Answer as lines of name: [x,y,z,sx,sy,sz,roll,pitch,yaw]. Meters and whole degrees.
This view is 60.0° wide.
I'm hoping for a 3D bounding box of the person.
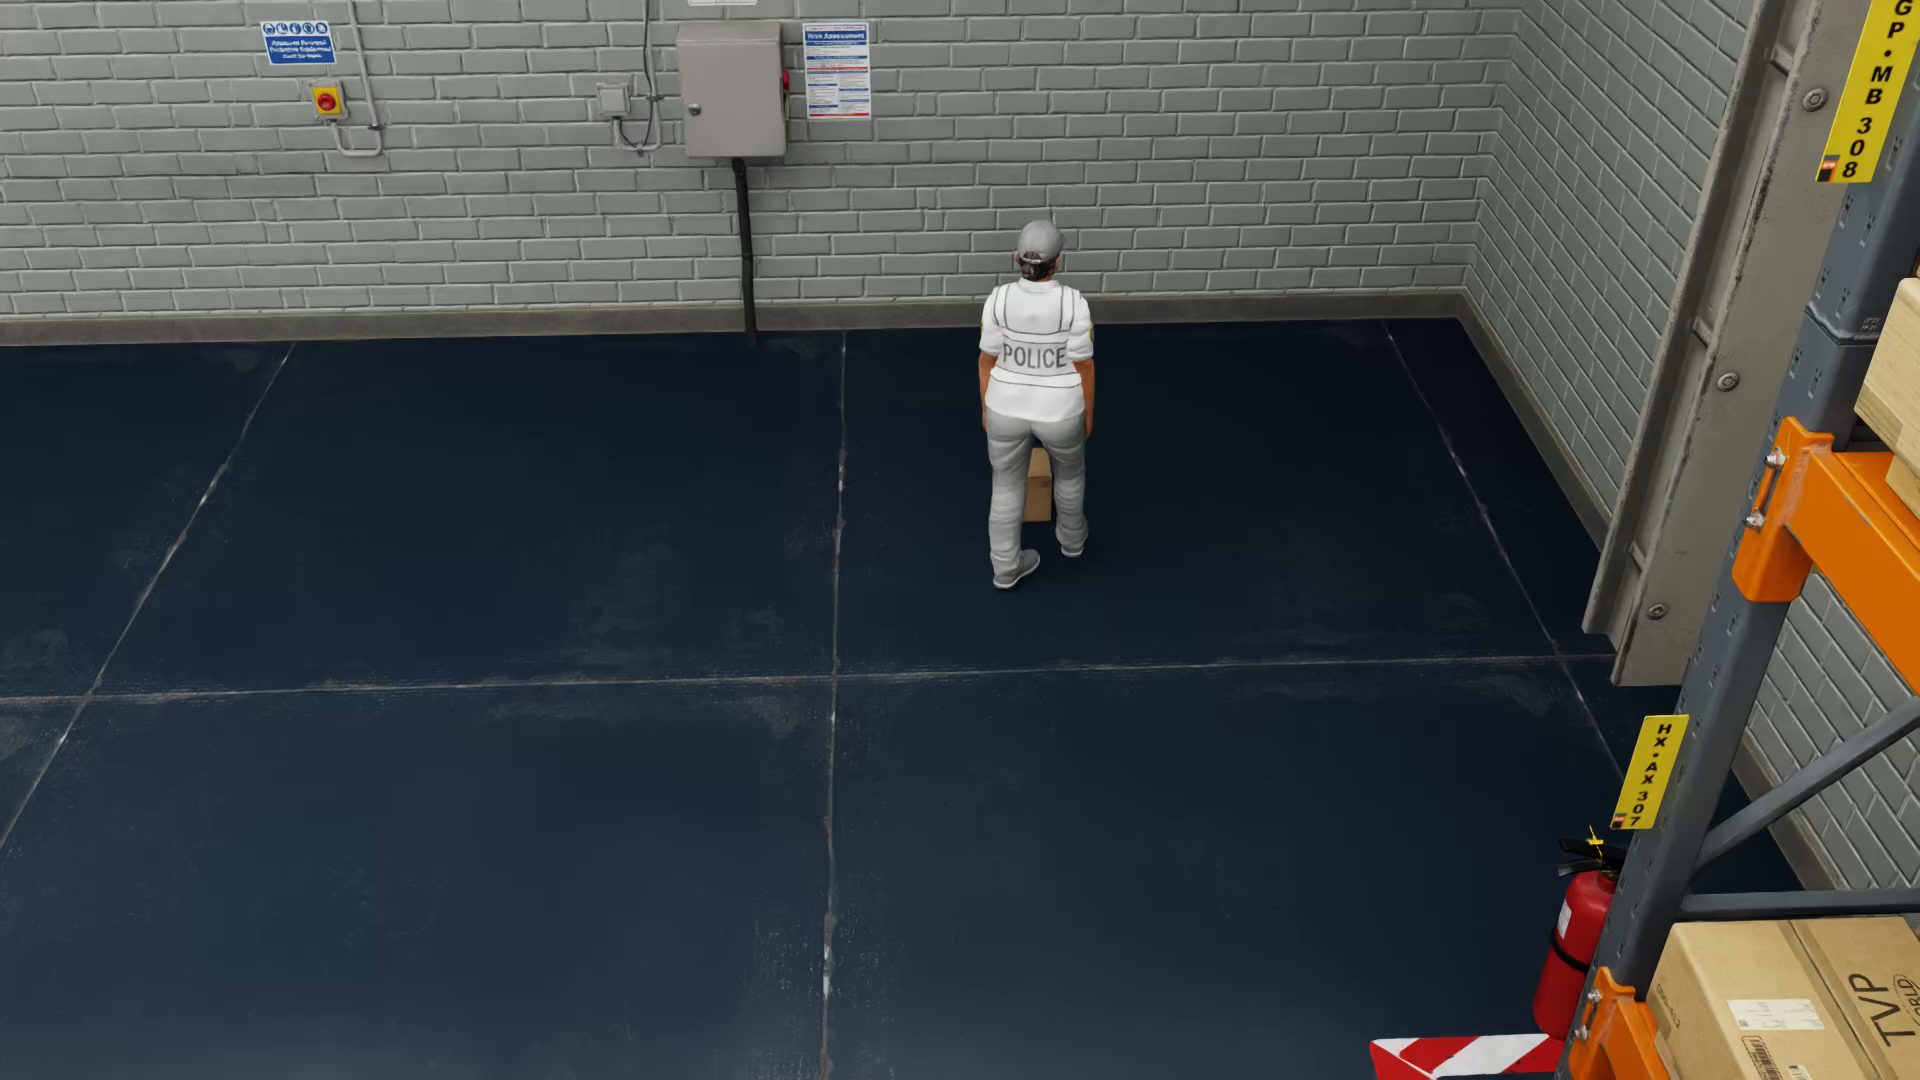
person: [0.333,-0.606,6.990,0.481,1.657,0.584,5,36,7]
